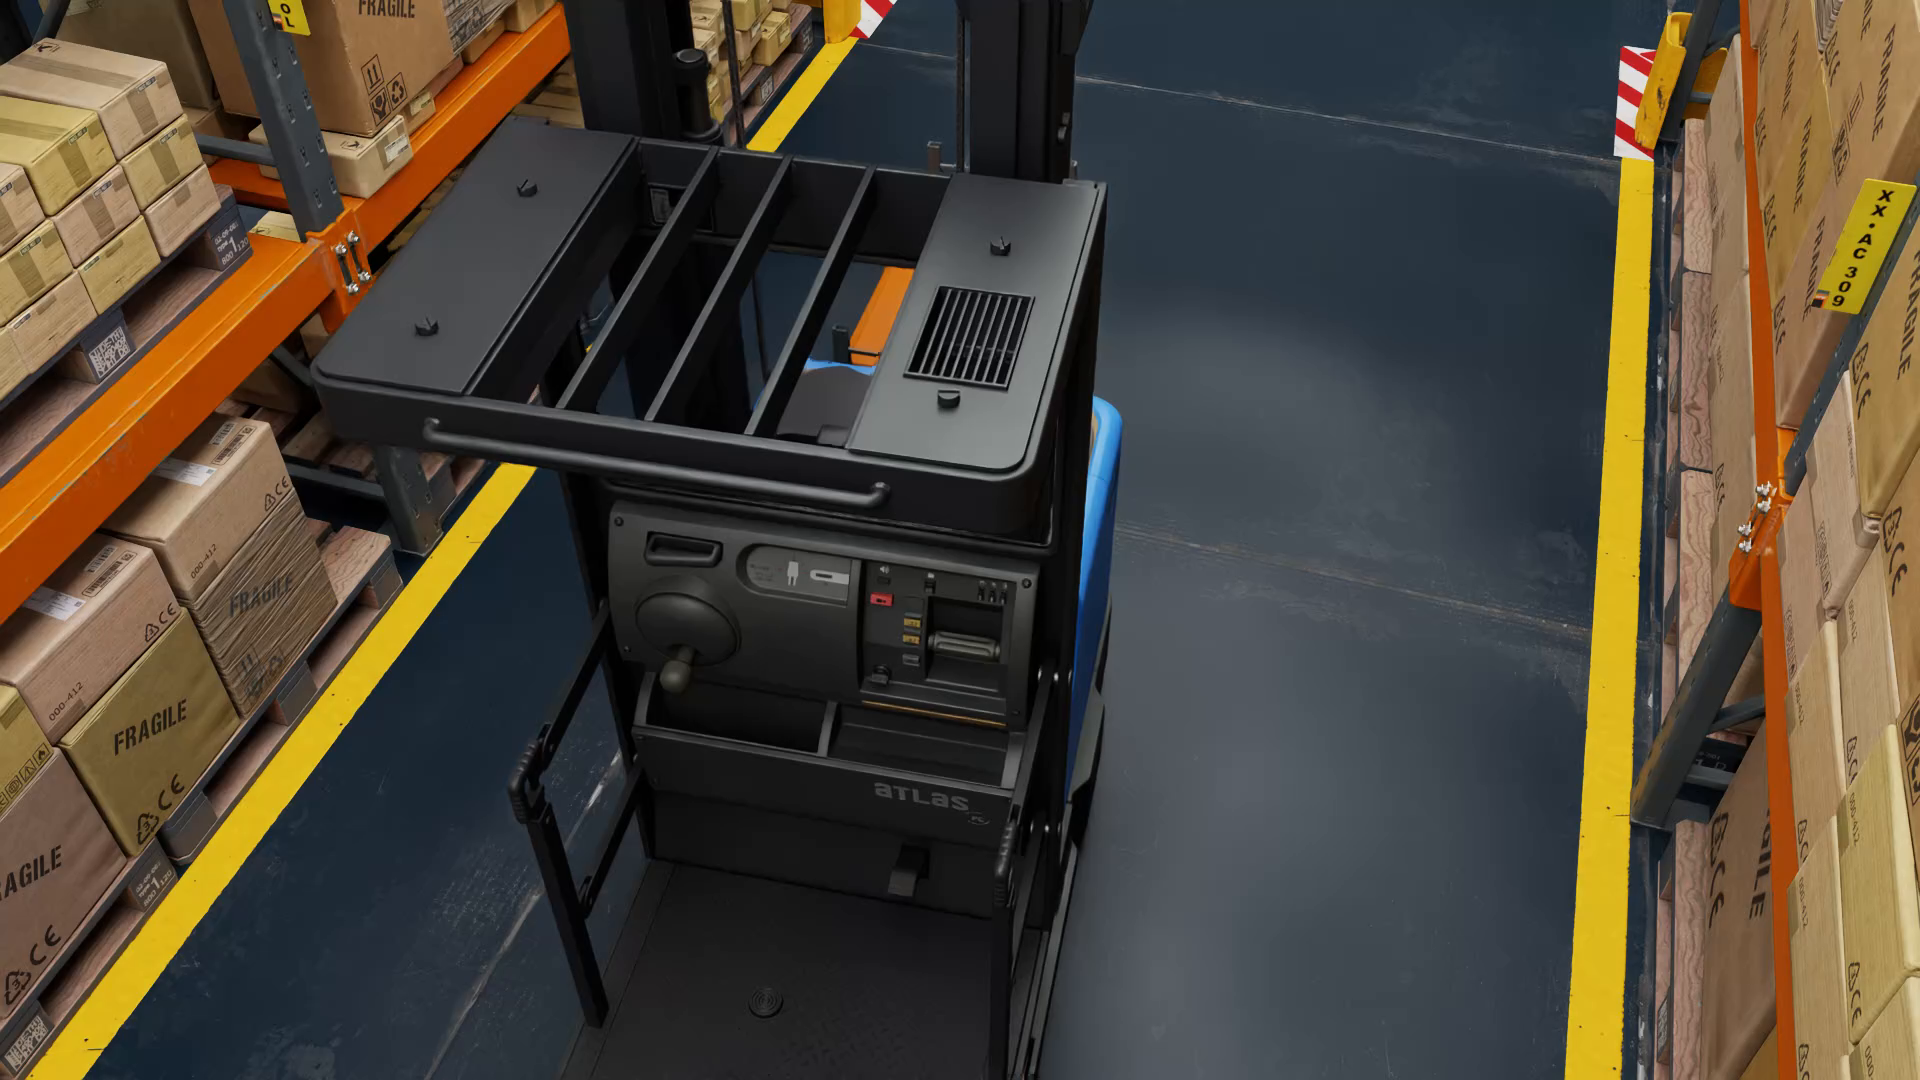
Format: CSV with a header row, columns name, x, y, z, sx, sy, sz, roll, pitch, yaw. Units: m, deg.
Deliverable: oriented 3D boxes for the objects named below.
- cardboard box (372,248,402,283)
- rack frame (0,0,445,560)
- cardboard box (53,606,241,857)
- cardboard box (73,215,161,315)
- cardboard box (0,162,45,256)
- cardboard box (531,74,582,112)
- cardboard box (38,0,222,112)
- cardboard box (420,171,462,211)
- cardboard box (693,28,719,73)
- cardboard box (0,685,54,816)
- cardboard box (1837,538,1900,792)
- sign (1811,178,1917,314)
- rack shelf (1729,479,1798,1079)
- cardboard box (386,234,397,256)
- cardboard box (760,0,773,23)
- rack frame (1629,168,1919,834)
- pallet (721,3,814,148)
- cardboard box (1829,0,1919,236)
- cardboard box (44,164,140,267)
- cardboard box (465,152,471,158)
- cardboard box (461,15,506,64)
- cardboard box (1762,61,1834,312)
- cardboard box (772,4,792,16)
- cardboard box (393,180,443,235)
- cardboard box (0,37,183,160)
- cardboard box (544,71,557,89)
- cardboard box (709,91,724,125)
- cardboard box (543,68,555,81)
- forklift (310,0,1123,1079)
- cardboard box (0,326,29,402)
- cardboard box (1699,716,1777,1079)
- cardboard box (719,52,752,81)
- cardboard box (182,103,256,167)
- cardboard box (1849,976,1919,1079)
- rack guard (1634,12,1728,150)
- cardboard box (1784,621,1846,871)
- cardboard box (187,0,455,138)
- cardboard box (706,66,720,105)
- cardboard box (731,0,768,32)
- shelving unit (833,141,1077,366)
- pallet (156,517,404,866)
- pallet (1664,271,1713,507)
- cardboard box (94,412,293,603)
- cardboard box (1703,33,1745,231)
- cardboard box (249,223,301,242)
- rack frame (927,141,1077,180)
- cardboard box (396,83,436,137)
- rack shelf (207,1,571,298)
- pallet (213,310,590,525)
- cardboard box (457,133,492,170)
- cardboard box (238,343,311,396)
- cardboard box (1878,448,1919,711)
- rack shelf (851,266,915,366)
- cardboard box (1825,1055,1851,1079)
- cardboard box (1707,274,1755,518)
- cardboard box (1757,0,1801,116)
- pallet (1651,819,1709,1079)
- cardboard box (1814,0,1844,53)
name,x,y,z,sx,sy,sz,roll,pitch,yaw
cardboard box,-1.841,-0.854,5.790,0.380,0.149,0.250,15,46,14
rack frame,-2.283,-1.153,4.784,1.000,3.000,0.127,13,46,13
cardboard box,-2.422,0.479,4.603,0.500,0.500,0.500,12,46,12
cardboard box,-2.292,-0.733,4.234,0.380,0.149,0.250,13,46,13
cardboard box,-2.379,-0.766,3.842,0.380,0.149,0.250,11,45,11
cardboard box,-1.483,-1.719,6.675,0.380,0.149,0.250,13,46,13
cardboard box,-2.405,-1.677,5.035,0.500,0.500,0.500,13,46,13
cardboard box,-1.754,-1.211,6.156,0.380,0.149,0.250,11,46,11
cardboard box,-1.245,-2.052,7.015,0.380,0.149,0.250,14,46,14
cardboard box,-2.582,0.567,3.976,0.500,0.250,0.500,11,45,11
cardboard box,1.932,0.290,3.059,0.500,0.250,0.500,13,46,13
sign,1.936,-0.626,3.570,0.100,0.325,0.005,13,46,13
rack shelf,1.860,1.418,2.670,1.077,0.370,4.000,13,46,13
cardboard box,-2.186,-1.179,6.336,0.380,0.149,0.250,13,46,13
cardboard box,-1.090,-2.482,7.667,0.380,0.149,0.250,12,46,12
rack frame,2.466,-0.172,3.781,1.000,3.000,0.127,13,46,13
pallet,-1.374,-2.238,7.886,1.003,0.211,1.213,13,46,13
cardboard box,2.345,-0.938,3.778,0.500,0.500,0.500,12,46,12
cardboard box,-2.294,-0.837,4.127,0.380,0.149,0.250,13,46,13
cardboard box,-2.098,-1.674,6.629,0.380,0.149,0.250,11,45,11
cardboard box,-1.759,-1.739,5.562,0.380,0.149,0.250,11,45,11
cardboard box,2.513,-0.915,4.469,0.500,0.500,0.500,11,46,12
cardboard box,-1.032,-2.555,7.955,0.380,0.149,0.250,13,46,13
cardboard box,-2.162,-1.292,6.238,0.380,0.149,0.250,14,46,14
cardboard box,-2.218,-1.117,4.201,0.380,0.149,0.250,15,46,14
cardboard box,-1.815,-1.875,7.047,0.380,0.149,0.250,15,46,15
cardboard box,-1.255,-1.854,7.238,0.380,0.149,0.250,11,45,11
cardboard box,-1.933,-2.004,6.966,0.380,0.149,0.250,13,46,13
forklift,-0.342,0.262,3.386,1.130,2.935,3.031,8,45,9
cardboard box,-2.446,-0.401,3.894,0.380,0.149,0.250,10,45,10
cardboard box,2.354,0.868,3.938,0.875,0.875,0.875,14,46,14
cardboard box,-1.175,-2.205,7.596,0.380,0.149,0.250,12,46,12
cardboard box,-2.419,-1.303,5.117,0.380,0.149,0.250,12,46,12
cardboard box,1.603,0.958,2.376,0.500,0.250,0.500,11,45,11
rack guard,3.684,-1.961,7.396,1.175,0.500,0.348,13,46,13
cardboard box,1.925,0.464,3.238,0.500,0.250,0.500,11,46,12
cardboard box,-1.893,-1.572,4.927,0.500,0.500,0.500,12,46,12
cardboard box,-1.259,-1.950,7.123,0.380,0.149,0.250,13,46,13
cardboard box,-1.078,-2.402,7.372,0.380,0.149,0.250,12,46,12
shelving unit,0.008,-0.517,5.474,0.538,1.125,1.048,10,45,10
pallet,-2.517,0.363,5.228,1.003,0.211,1.213,13,46,13
pallet,3.138,-0.481,6.091,1.003,0.211,1.213,13,46,12
cardboard box,-2.267,-0.128,4.687,0.500,0.250,0.500,11,46,11
cardboard box,3.572,-1.611,6.784,0.875,0.438,0.875,11,45,11
cardboard box,-2.383,-0.968,5.907,0.380,0.149,0.250,13,46,13
rack frame,0.136,-0.861,5.825,0.500,1.125,0.032,10,45,10
cardboard box,-1.878,-1.371,5.186,0.380,0.149,0.250,14,46,14
rack shelf,-1.677,-2.229,6.398,1.077,0.370,4.000,13,46,13
pallet,-2.113,-0.612,6.224,1.003,0.211,1.213,13,46,13
cardboard box,-2.027,-1.528,6.692,0.380,0.149,0.250,11,45,11
cardboard box,-2.490,-0.668,5.813,0.380,0.149,0.250,13,46,13
cardboard box,1.931,0.012,2.806,0.500,0.500,0.500,12,46,12
rack shelf,0.008,-0.726,5.269,0.538,0.278,1.000,10,45,10
cardboard box,1.595,1.134,2.554,0.500,0.250,0.500,12,46,12
cardboard box,3.028,-0.399,5.545,0.875,0.438,0.875,11,45,11
cardboard box,2.824,-1.599,5.168,0.500,0.500,0.500,14,46,14
pallet,2.304,1.355,4.214,1.003,0.211,1.213,13,46,13
cardboard box,2.652,-1.616,4.470,0.500,0.500,0.500,13,46,13
